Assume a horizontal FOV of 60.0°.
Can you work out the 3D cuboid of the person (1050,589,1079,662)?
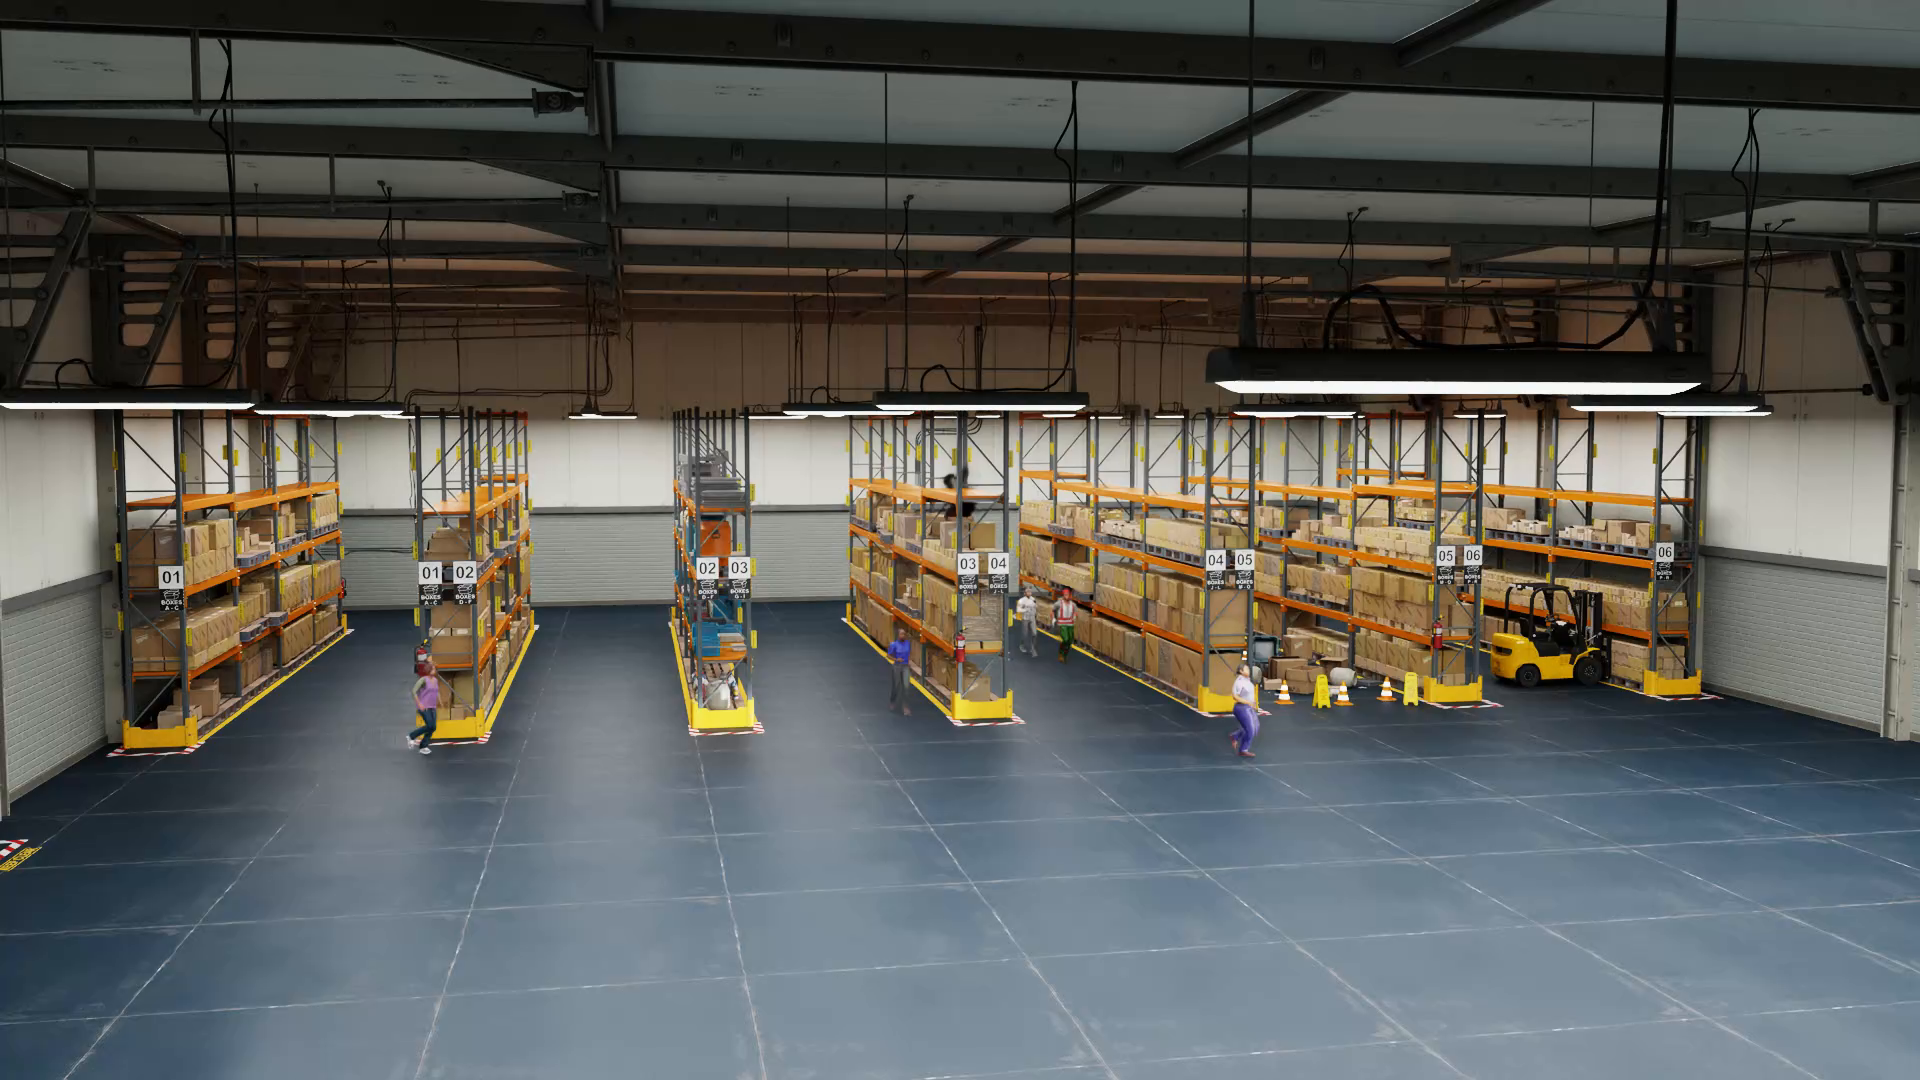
[{"bbox_3d":[2.524,2.028,39.339,0.639,1.741,0.645,-1,4,-19],"label":"person"}]

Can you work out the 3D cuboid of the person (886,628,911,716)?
[{"bbox_3d":[-1.183,2.573,32.691,0.576,1.687,0.841,-1,4,-18],"label":"person"}]

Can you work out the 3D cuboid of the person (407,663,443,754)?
[{"bbox_3d":[-9.233,2.906,28.812,0.511,1.536,0.587,1,4,20],"label":"person"}]

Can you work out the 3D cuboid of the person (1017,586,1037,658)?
[{"bbox_3d":[1.656,1.988,40.700,0.598,1.753,0.777,-1,4,-17],"label":"person"}]

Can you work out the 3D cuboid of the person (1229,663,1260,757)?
[{"bbox_3d":[4.845,2.901,28.458,0.575,1.596,0.588,2,5,28],"label":"person"}]
